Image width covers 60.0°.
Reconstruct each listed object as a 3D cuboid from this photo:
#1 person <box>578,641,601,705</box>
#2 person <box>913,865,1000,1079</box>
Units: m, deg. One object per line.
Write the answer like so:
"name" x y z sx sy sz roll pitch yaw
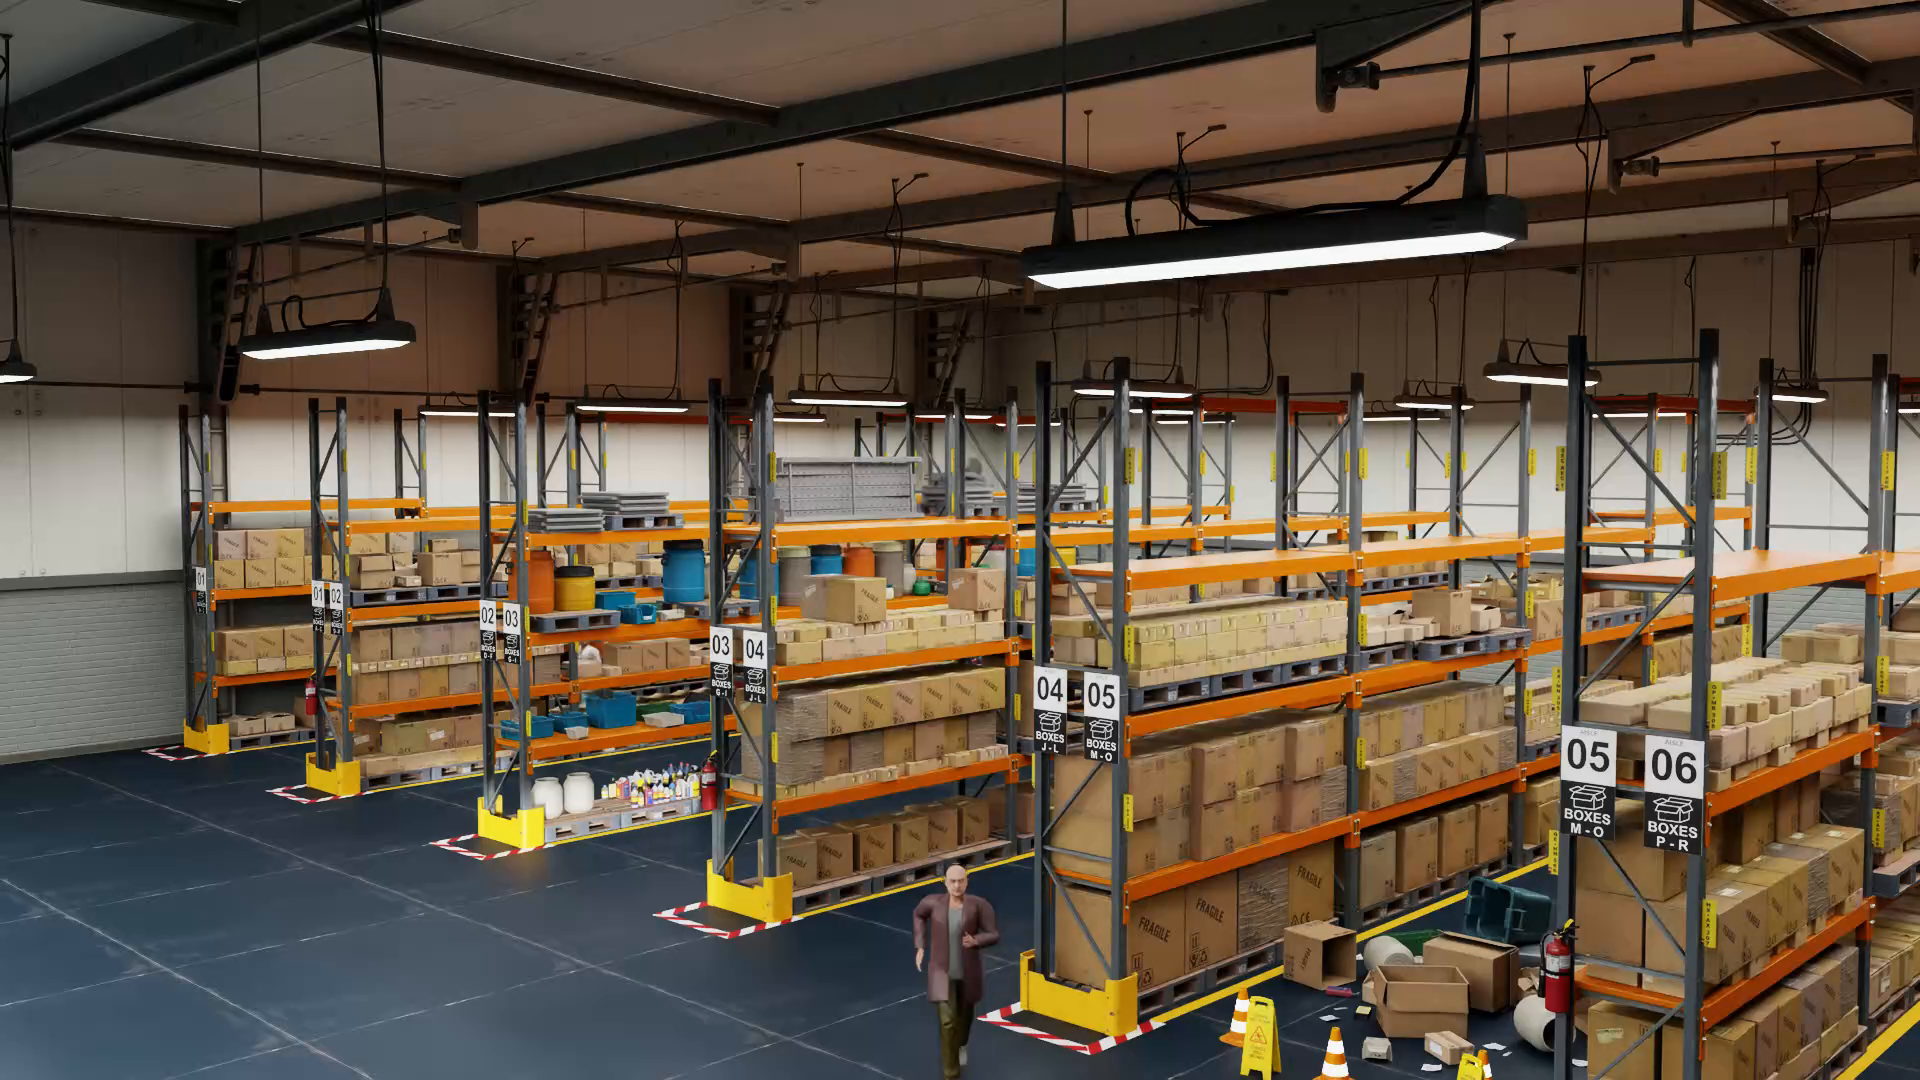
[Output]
"person" -7.126 2.637 31.453 0.742 1.748 0.802 2 3 30
"person" -0.029 3.526 13.551 0.690 1.789 1.035 0 3 -4
